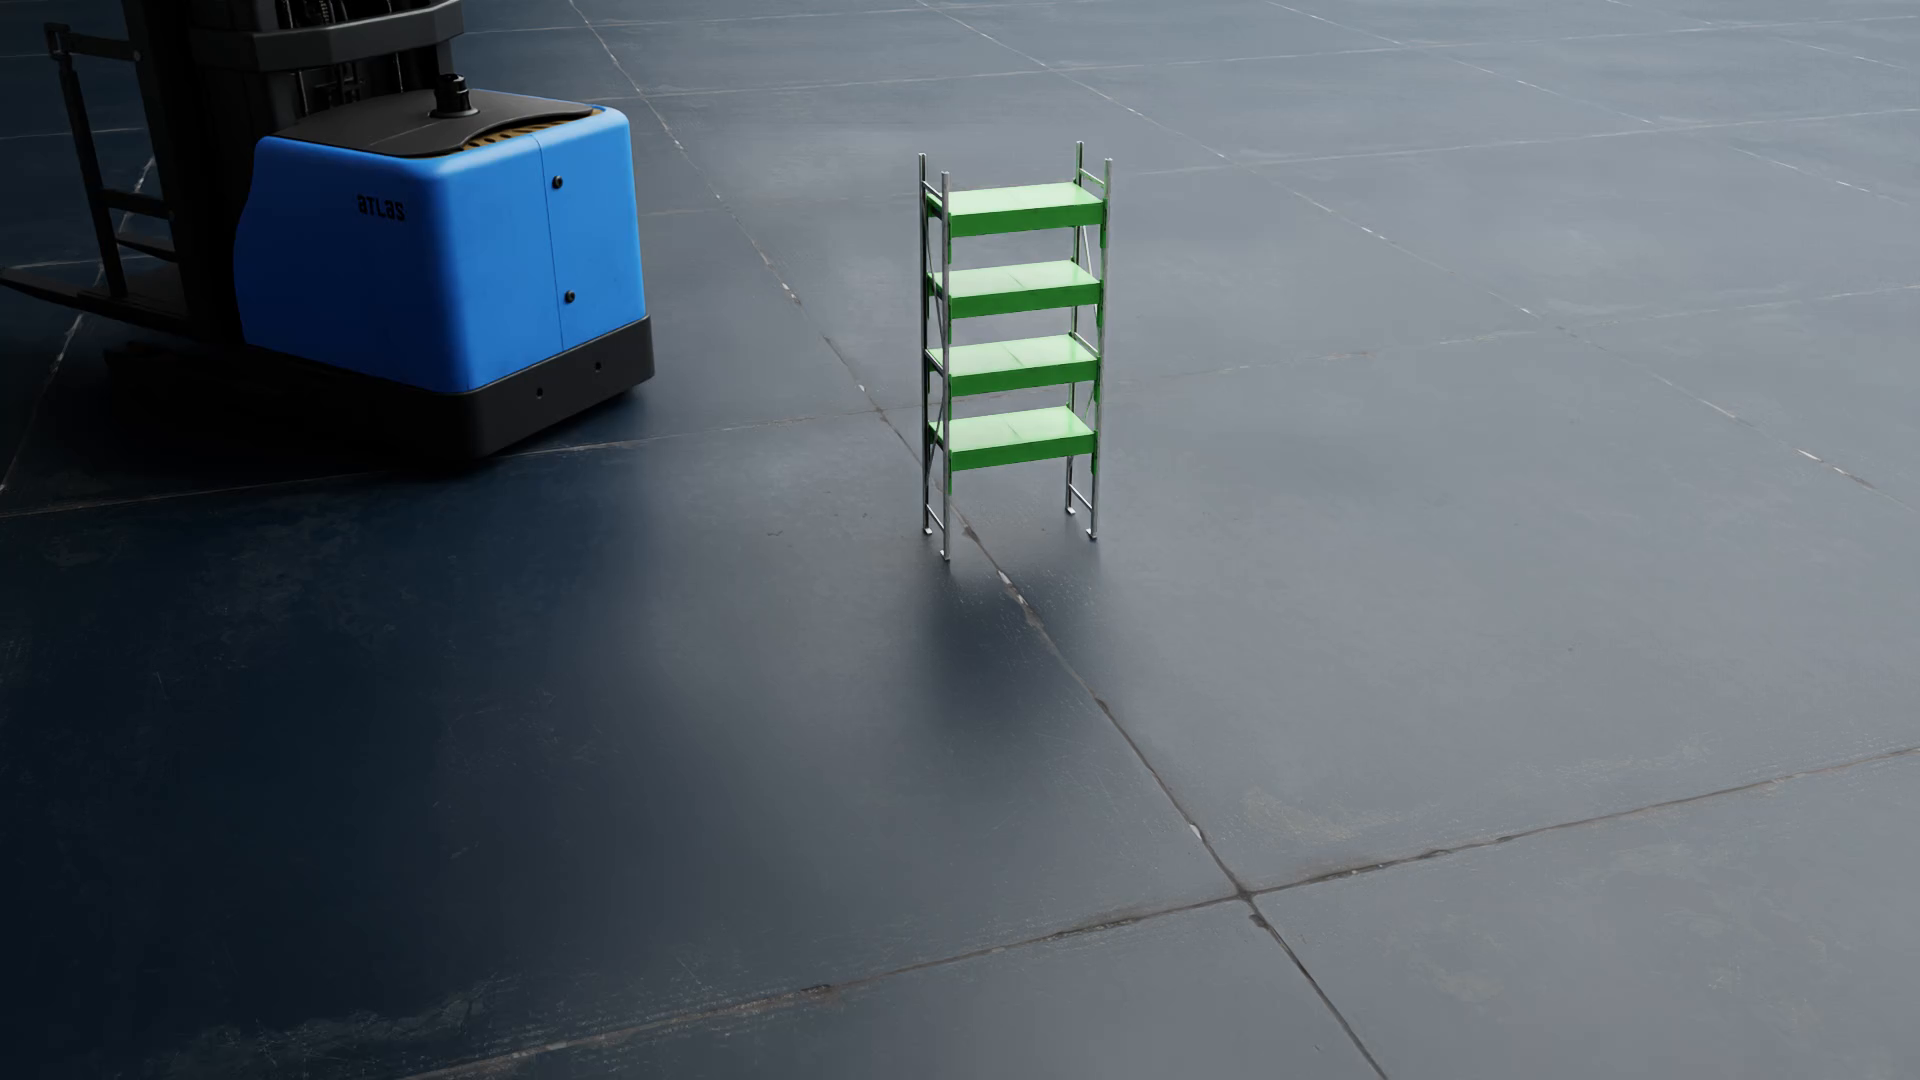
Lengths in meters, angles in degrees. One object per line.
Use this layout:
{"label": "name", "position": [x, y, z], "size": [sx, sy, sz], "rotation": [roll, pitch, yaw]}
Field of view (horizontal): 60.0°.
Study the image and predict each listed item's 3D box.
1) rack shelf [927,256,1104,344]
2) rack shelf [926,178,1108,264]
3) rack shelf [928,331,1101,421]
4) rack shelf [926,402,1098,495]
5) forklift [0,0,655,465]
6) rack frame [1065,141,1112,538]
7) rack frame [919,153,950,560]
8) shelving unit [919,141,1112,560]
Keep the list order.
{"label": "rack shelf", "position": [0.157, -0.718, 4.951], "size": [0.480, 0.148, 0.258], "rotation": [-8, 28, -16]}
{"label": "rack shelf", "position": [0.157, -0.933, 4.844], "size": [0.480, 0.148, 0.258], "rotation": [-8, 28, -16]}
{"label": "rack shelf", "position": [0.157, -0.503, 5.058], "size": [0.480, 0.148, 0.258], "rotation": [-8, 28, -16]}
{"label": "rack shelf", "position": [0.157, -0.288, 5.164], "size": [0.480, 0.148, 0.258], "rotation": [-8, 28, -16]}
{"label": "forklift", "position": [-2.699, -2.040, 6.063], "size": [3.031, 2.935, 1.130], "rotation": [15, 30, 27]}
{"label": "rack frame", "position": [0.389, -0.594, 5.097], "size": [0.015, 1.200, 0.240], "rotation": [-8, 28, -16]}
{"label": "rack frame", "position": [-0.075, -0.527, 4.961], "size": [0.015, 1.200, 0.240], "rotation": [-8, 28, -16]}
{"label": "shelving unit", "position": [0.157, -0.560, 5.029], "size": [0.503, 1.200, 0.258], "rotation": [-8, 28, -16]}
